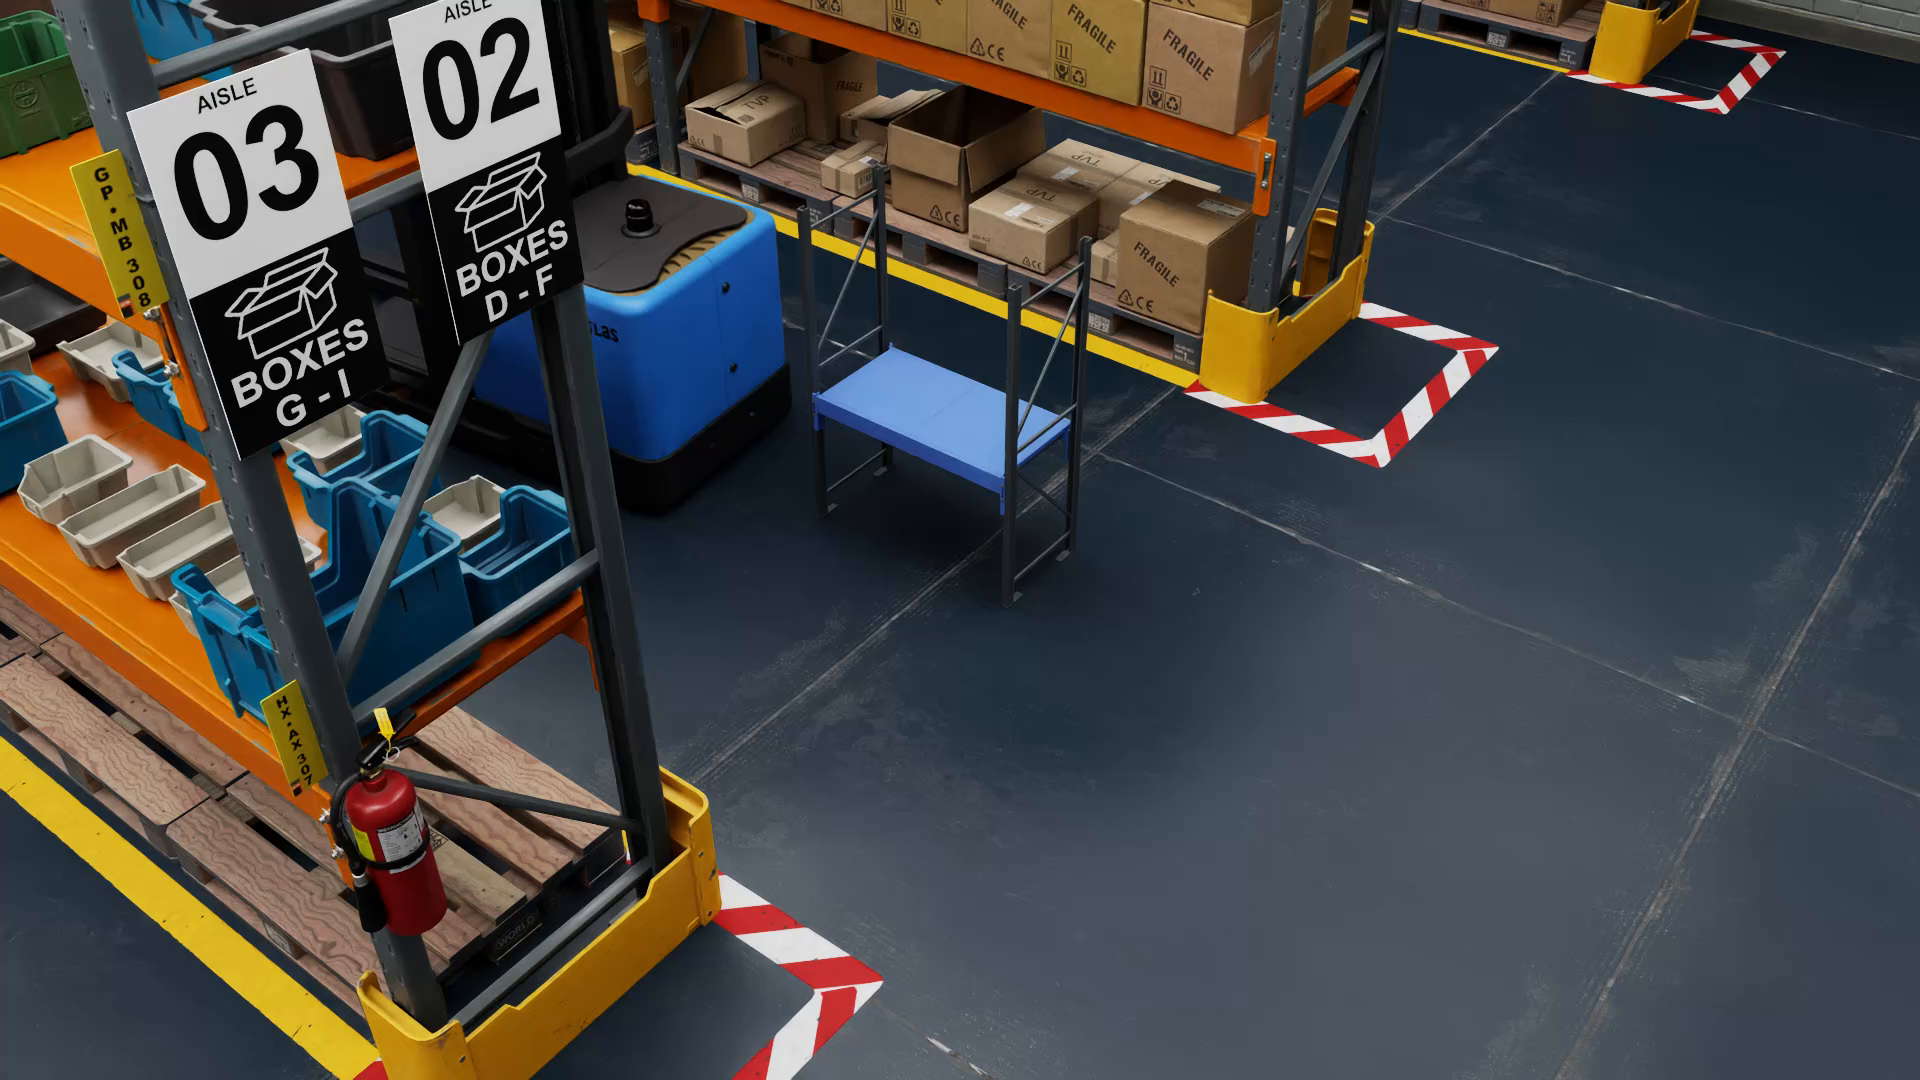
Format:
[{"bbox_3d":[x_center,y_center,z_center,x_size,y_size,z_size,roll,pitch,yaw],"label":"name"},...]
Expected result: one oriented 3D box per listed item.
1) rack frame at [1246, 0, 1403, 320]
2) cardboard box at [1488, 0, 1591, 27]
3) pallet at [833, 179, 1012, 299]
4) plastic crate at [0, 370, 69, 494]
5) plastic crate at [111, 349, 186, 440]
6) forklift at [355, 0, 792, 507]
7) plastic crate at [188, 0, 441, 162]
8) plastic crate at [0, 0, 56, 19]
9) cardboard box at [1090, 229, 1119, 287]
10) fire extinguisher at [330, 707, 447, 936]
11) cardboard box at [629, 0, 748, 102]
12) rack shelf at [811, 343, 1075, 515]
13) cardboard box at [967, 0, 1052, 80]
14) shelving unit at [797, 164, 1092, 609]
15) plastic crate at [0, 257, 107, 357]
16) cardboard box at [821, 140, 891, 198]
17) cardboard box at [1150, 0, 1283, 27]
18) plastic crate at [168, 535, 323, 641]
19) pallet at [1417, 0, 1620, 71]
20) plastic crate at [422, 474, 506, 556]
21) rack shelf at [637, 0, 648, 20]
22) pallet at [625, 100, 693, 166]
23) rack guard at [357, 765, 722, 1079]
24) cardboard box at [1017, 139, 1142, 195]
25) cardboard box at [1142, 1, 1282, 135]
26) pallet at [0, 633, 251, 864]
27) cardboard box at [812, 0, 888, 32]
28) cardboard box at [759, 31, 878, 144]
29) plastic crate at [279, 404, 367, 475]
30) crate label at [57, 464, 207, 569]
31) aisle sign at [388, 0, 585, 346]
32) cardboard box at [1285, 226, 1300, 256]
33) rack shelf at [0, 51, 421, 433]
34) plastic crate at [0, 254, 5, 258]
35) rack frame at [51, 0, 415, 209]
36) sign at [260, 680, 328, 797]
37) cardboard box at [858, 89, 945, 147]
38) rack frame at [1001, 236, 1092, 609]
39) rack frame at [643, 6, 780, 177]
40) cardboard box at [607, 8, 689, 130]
[{"bbox_3d":[1.710,-2.148,7.561,0.127,3.000,1.000,25,45,29],"label":"rack frame"},{"bbox_3d":[4.100,-3.969,11.574,0.500,0.500,0.700,25,45,29],"label":"cardboard box"},{"bbox_3d":[0.051,-1.834,9.421,1.213,0.211,1.003,25,45,29],"label":"pallet"},{"bbox_3d":[-3.089,-0.325,5.319,0.300,0.233,0.416,25,45,29],"label":"plastic crate"},{"bbox_3d":[-2.583,-0.541,5.595,0.300,0.233,0.416,25,45,29],"label":"plastic crate"},{"bbox_3d":[-2.334,-1.975,7.395,3.031,2.935,1.130,20,42,24],"label":"forklift"},{"bbox_3d":[-1.439,-1.134,3.938,0.590,0.269,0.497,25,45,29],"label":"plastic crate"},{"bbox_3d":[-2.349,-1.587,4.462,0.767,0.338,0.504,25,45,29],"label":"plastic crate"},{"bbox_3d":[0.861,-1.485,8.654,0.250,0.166,0.380,25,45,29],"label":"cardboard box"},{"bbox_3d":[-1.459,0.732,4.247,0.183,0.674,0.296,25,45,29],"label":"fire extinguisher"},{"bbox_3d":[-1.703,-3.136,10.493,0.500,0.500,0.500,23,44,27],"label":"cardboard box"},{"bbox_3d":[-0.068,-0.481,6.939,1.000,0.185,0.538,25,45,29],"label":"rack shelf"},{"bbox_3d":[0.382,-2.604,8.062,0.500,0.500,0.500,26,45,29],"label":"cardboard box"},{"bbox_3d":[-0.068,-0.622,6.828,1.048,1.500,0.538,25,45,29],"label":"shelving unit"},{"bbox_3d":[-3.427,-0.850,6.077,0.590,0.125,0.437,25,45,29],"label":"plastic crate"},{"bbox_3d":[-0.572,-2.122,9.468,0.250,0.166,0.380,25,45,29],"label":"cardboard box"},{"bbox_3d":[1.189,-2.613,7.262,0.500,0.500,0.500,25,44,28],"label":"cardboard box"},{"bbox_3d":[-2.060,0.139,4.804,0.243,0.136,0.396,25,45,29],"label":"plastic crate"},{"bbox_3d":[4.034,-3.738,11.854,1.213,0.211,1.003,25,45,29],"label":"pallet"},{"bbox_3d":[-1.503,-0.058,5.056,0.298,0.136,0.250,25,45,29],"label":"plastic crate"},{"bbox_3d":[-3.056,-4.112,10.652,4.000,0.370,1.077,25,45,29],"label":"rack shelf"},{"bbox_3d":[-2.136,-2.834,10.699,1.213,0.211,1.003,25,45,29],"label":"pallet"},{"bbox_3d":[-1.275,1.263,5.232,0.348,0.500,1.175,25,45,29],"label":"rack guard"},{"bbox_3d":[0.656,-1.956,9.188,0.500,0.250,0.500,25,45,29],"label":"cardboard box"},{"bbox_3d":[1.189,-2.222,7.574,0.500,0.500,0.500,27,45,30],"label":"cardboard box"},{"bbox_3d":[-2.899,0.589,6.327,1.213,0.211,1.003,25,45,29],"label":"pallet"},{"bbox_3d":[-0.423,-2.983,8.545,0.500,0.500,0.500,25,44,28],"label":"cardboard box"},{"bbox_3d":[-0.842,-2.761,10.014,0.500,0.500,0.500,25,45,29],"label":"cardboard box"},{"bbox_3d":[-2.042,-0.312,5.381,0.298,0.136,0.250,25,45,29],"label":"plastic crate"},{"bbox_3d":[-2.518,-0.069,5.070,0.243,0.136,0.396,25,45,29],"label":"crate label"},{"bbox_3d":[-1.065,-0.866,3.814,0.004,0.787,0.394,25,45,29],"label":"aisle sign"},{"bbox_3d":[1.586,-1.524,8.719,0.250,0.149,0.380,25,45,29],"label":"cardboard box"},{"bbox_3d":[-2.891,-1.371,4.718,4.000,0.370,1.077,25,45,29],"label":"rack shelf"},{"bbox_3d":[-3.901,-1.232,6.354,0.575,0.384,0.392,25,45,29],"label":"plastic crate"},{"bbox_3d":[-1.302,-2.086,2.615,0.127,3.000,1.000,25,45,29],"label":"rack frame"},{"bbox_3d":[-1.624,0.487,4.062,0.005,0.325,0.100,25,45,29],"label":"sign"},{"bbox_3d":[-0.247,-2.405,9.713,0.500,0.311,0.500,25,45,29],"label":"cardboard box"},{"bbox_3d":[0.336,-0.432,6.585,0.032,1.500,0.500,25,45,29],"label":"rack frame"},{"bbox_3d":[-1.467,-3.646,9.474,0.127,3.000,1.000,25,45,29],"label":"rack frame"},{"bbox_3d":[-2.033,-2.880,10.166,0.500,0.500,0.500,25,44,28],"label":"cardboard box"}]
